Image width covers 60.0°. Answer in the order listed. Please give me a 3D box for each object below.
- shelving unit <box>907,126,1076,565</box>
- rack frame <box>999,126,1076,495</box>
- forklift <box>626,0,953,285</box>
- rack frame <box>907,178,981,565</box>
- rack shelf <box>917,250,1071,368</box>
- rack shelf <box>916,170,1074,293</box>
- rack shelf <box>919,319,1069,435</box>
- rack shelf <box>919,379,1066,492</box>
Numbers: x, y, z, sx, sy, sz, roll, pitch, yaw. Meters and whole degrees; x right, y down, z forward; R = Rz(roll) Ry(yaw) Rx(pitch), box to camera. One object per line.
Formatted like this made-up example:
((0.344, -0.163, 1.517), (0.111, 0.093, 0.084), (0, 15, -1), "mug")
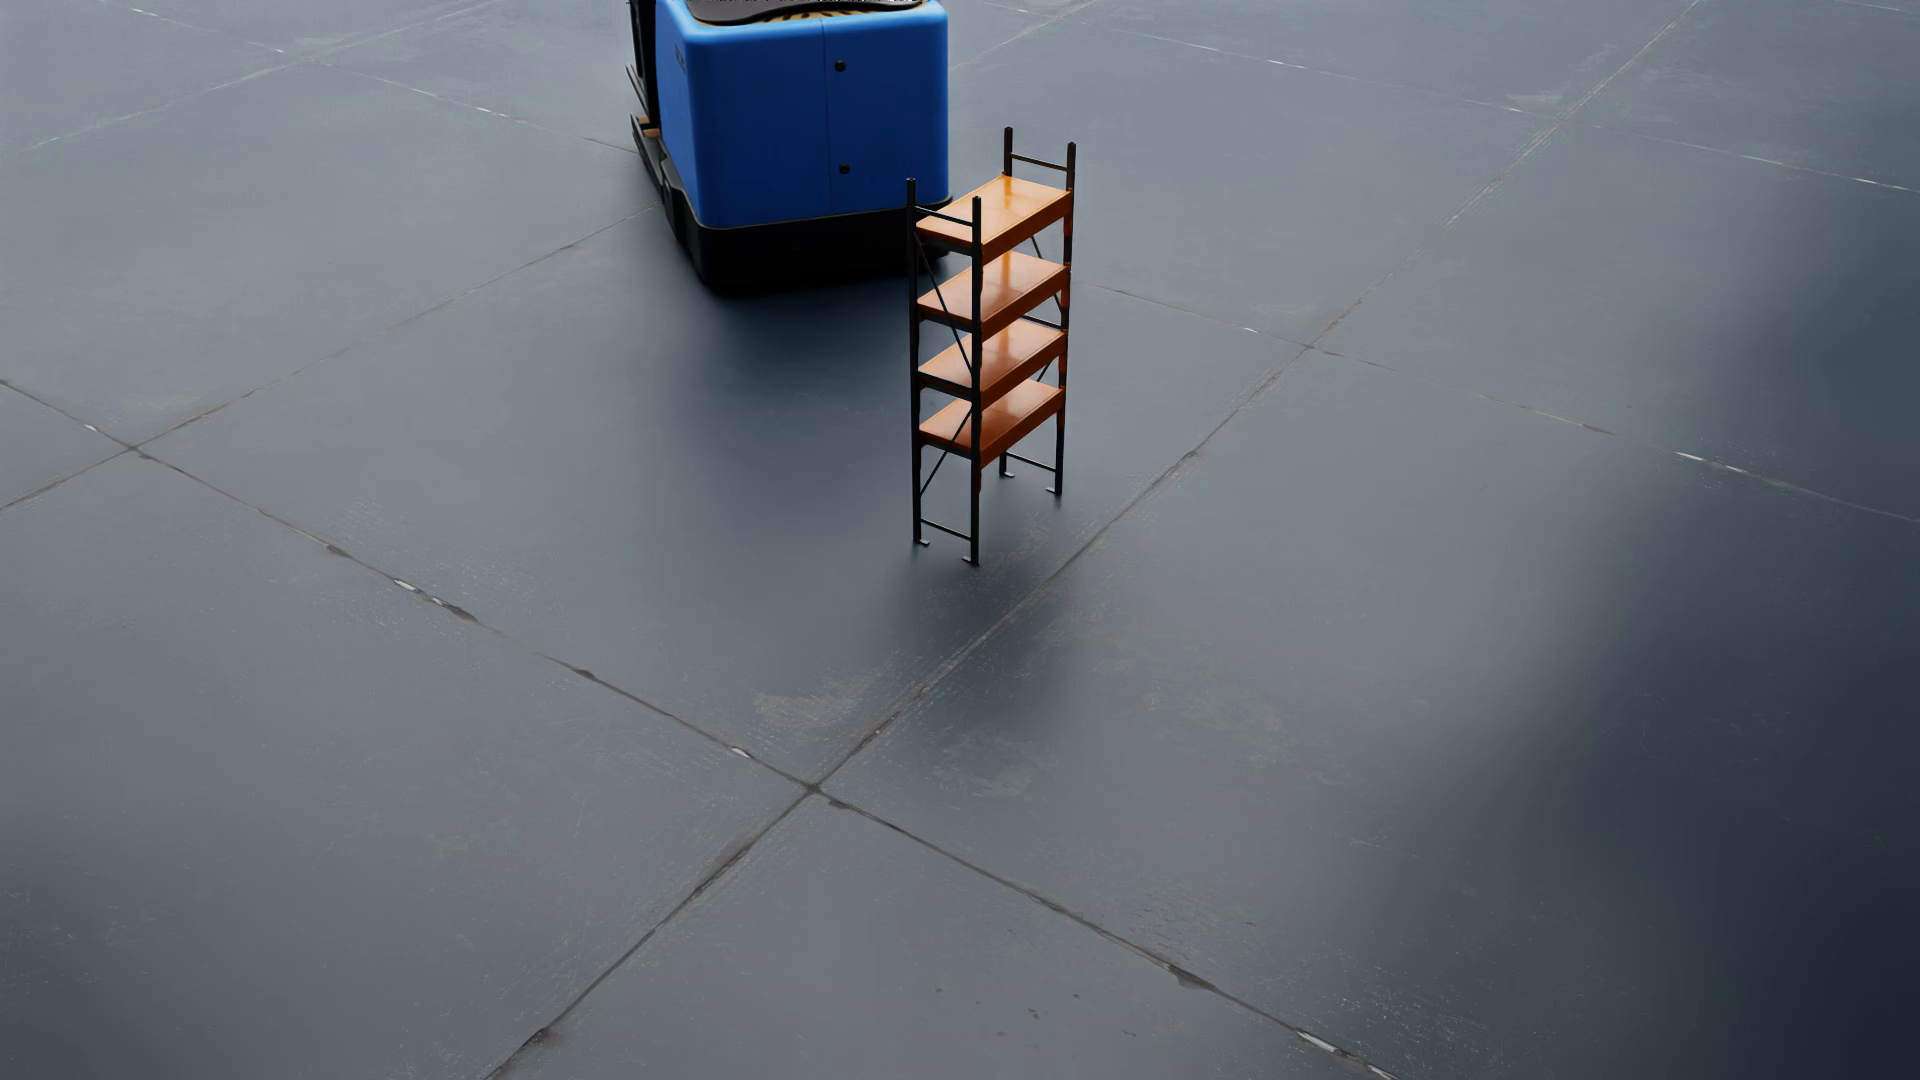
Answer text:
((0.094, -0.573, 5.027), (0.258, 1.200, 0.503), (21, 39, 28), "shelving unit")
((0.234, -0.686, 5.193), (0.240, 1.200, 0.015), (21, 39, 28), "rack frame")
((-0.952, -3.051, 7.145), (1.130, 2.935, 3.031), (-10, 35, -14), "forklift")
((-0.045, -0.461, 4.861), (0.240, 1.200, 0.015), (21, 39, 28), "rack frame")
((0.094, -0.703, 4.939), (0.258, 0.148, 0.480), (21, 39, 28), "rack shelf")
((0.094, -0.899, 4.806), (0.258, 0.148, 0.480), (21, 39, 28), "rack shelf")
((0.094, -0.517, 5.064), (0.258, 0.148, 0.480), (21, 39, 28), "rack shelf")
((0.094, -0.353, 5.175), (0.258, 0.148, 0.480), (21, 39, 28), "rack shelf")
